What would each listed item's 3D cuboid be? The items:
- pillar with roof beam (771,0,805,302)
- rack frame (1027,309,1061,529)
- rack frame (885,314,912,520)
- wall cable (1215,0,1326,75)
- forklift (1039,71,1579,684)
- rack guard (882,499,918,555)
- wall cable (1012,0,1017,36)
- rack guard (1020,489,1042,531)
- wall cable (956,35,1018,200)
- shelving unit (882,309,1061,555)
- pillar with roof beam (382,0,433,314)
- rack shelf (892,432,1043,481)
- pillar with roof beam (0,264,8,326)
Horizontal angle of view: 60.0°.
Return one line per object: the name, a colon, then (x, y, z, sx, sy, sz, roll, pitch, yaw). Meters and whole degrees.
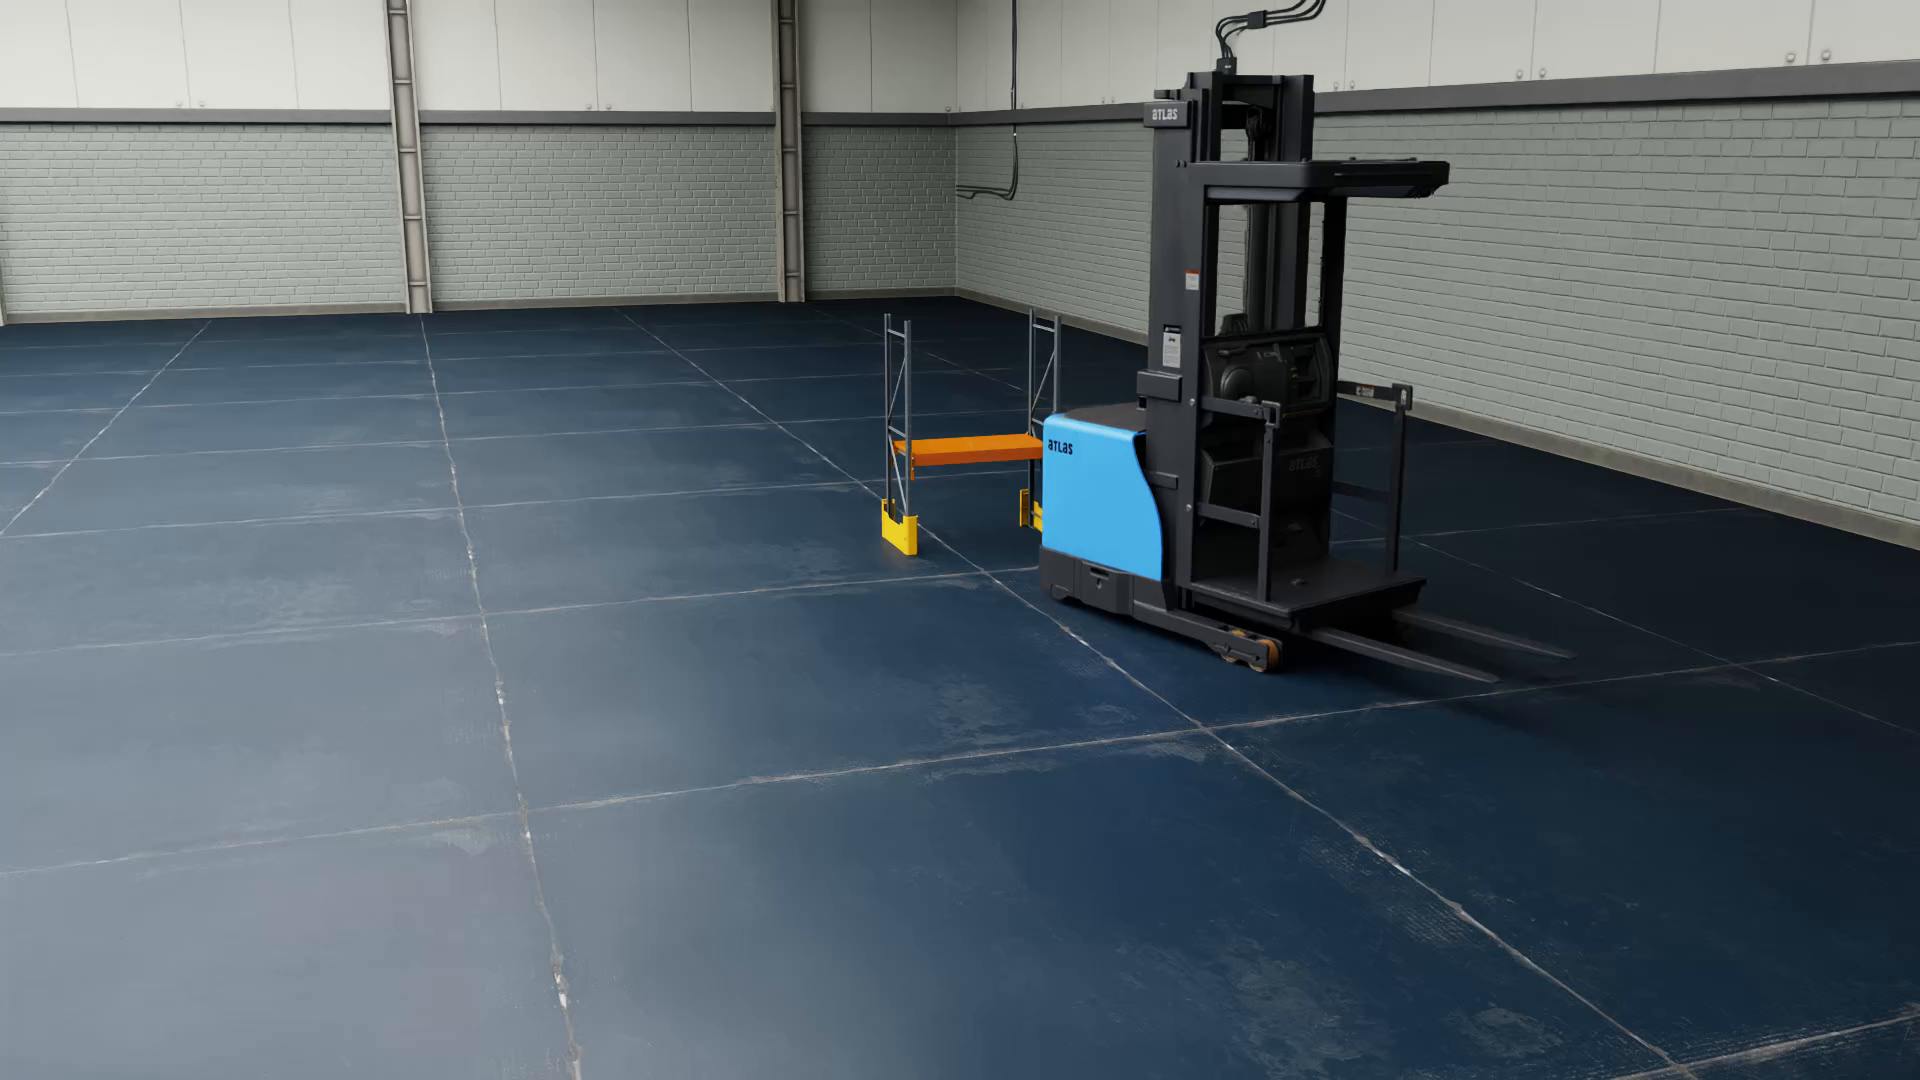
pillar with roof beam: (-1.477, -7.474, 23.119, 0.400, 9.000, 9.100, -4, 14, -18)
rack frame: (0.563, -0.773, 11.153, 0.032, 1.500, 0.500, -4, 14, -18)
rack frame: (-0.401, -0.698, 10.838, 0.032, 1.500, 0.500, -4, 14, -18)
wall cable: (3.377, -7.917, 17.631, 0.169, 6.003, 2.305, -4, 14, -18)
forklift: (1.751, -0.892, 8.558, 1.130, 2.935, 3.031, -10, 17, -36)
rack guard: (-0.400, -0.090, 10.983, 0.087, 0.250, 0.587, -4, 14, -18)
wall cable: (1.227, -8.699, 24.064, 0.112, 2.526, 3.097, -4, 14, -18)
rack guard: (0.544, -0.164, 11.292, 0.087, 0.250, 0.587, -4, 14, -18)
wall cable: (0.364, -6.835, 27.142, 0.112, 2.526, 3.097, -4, 14, -18)
shelving unit: (0.072, -0.735, 10.993, 1.083, 1.500, 0.587, -4, 14, -18)
pillar with roof beam: (-7.163, -7.031, 21.257, 0.400, 9.000, 9.100, -4, 14, -18)
rack shelf: (0.081, -0.561, 11.037, 1.000, 0.185, 0.538, -4, 14, -18)
pillar with roof beam: (-12.850, -6.589, 19.395, 0.400, 9.000, 9.100, -4, 14, -18)
